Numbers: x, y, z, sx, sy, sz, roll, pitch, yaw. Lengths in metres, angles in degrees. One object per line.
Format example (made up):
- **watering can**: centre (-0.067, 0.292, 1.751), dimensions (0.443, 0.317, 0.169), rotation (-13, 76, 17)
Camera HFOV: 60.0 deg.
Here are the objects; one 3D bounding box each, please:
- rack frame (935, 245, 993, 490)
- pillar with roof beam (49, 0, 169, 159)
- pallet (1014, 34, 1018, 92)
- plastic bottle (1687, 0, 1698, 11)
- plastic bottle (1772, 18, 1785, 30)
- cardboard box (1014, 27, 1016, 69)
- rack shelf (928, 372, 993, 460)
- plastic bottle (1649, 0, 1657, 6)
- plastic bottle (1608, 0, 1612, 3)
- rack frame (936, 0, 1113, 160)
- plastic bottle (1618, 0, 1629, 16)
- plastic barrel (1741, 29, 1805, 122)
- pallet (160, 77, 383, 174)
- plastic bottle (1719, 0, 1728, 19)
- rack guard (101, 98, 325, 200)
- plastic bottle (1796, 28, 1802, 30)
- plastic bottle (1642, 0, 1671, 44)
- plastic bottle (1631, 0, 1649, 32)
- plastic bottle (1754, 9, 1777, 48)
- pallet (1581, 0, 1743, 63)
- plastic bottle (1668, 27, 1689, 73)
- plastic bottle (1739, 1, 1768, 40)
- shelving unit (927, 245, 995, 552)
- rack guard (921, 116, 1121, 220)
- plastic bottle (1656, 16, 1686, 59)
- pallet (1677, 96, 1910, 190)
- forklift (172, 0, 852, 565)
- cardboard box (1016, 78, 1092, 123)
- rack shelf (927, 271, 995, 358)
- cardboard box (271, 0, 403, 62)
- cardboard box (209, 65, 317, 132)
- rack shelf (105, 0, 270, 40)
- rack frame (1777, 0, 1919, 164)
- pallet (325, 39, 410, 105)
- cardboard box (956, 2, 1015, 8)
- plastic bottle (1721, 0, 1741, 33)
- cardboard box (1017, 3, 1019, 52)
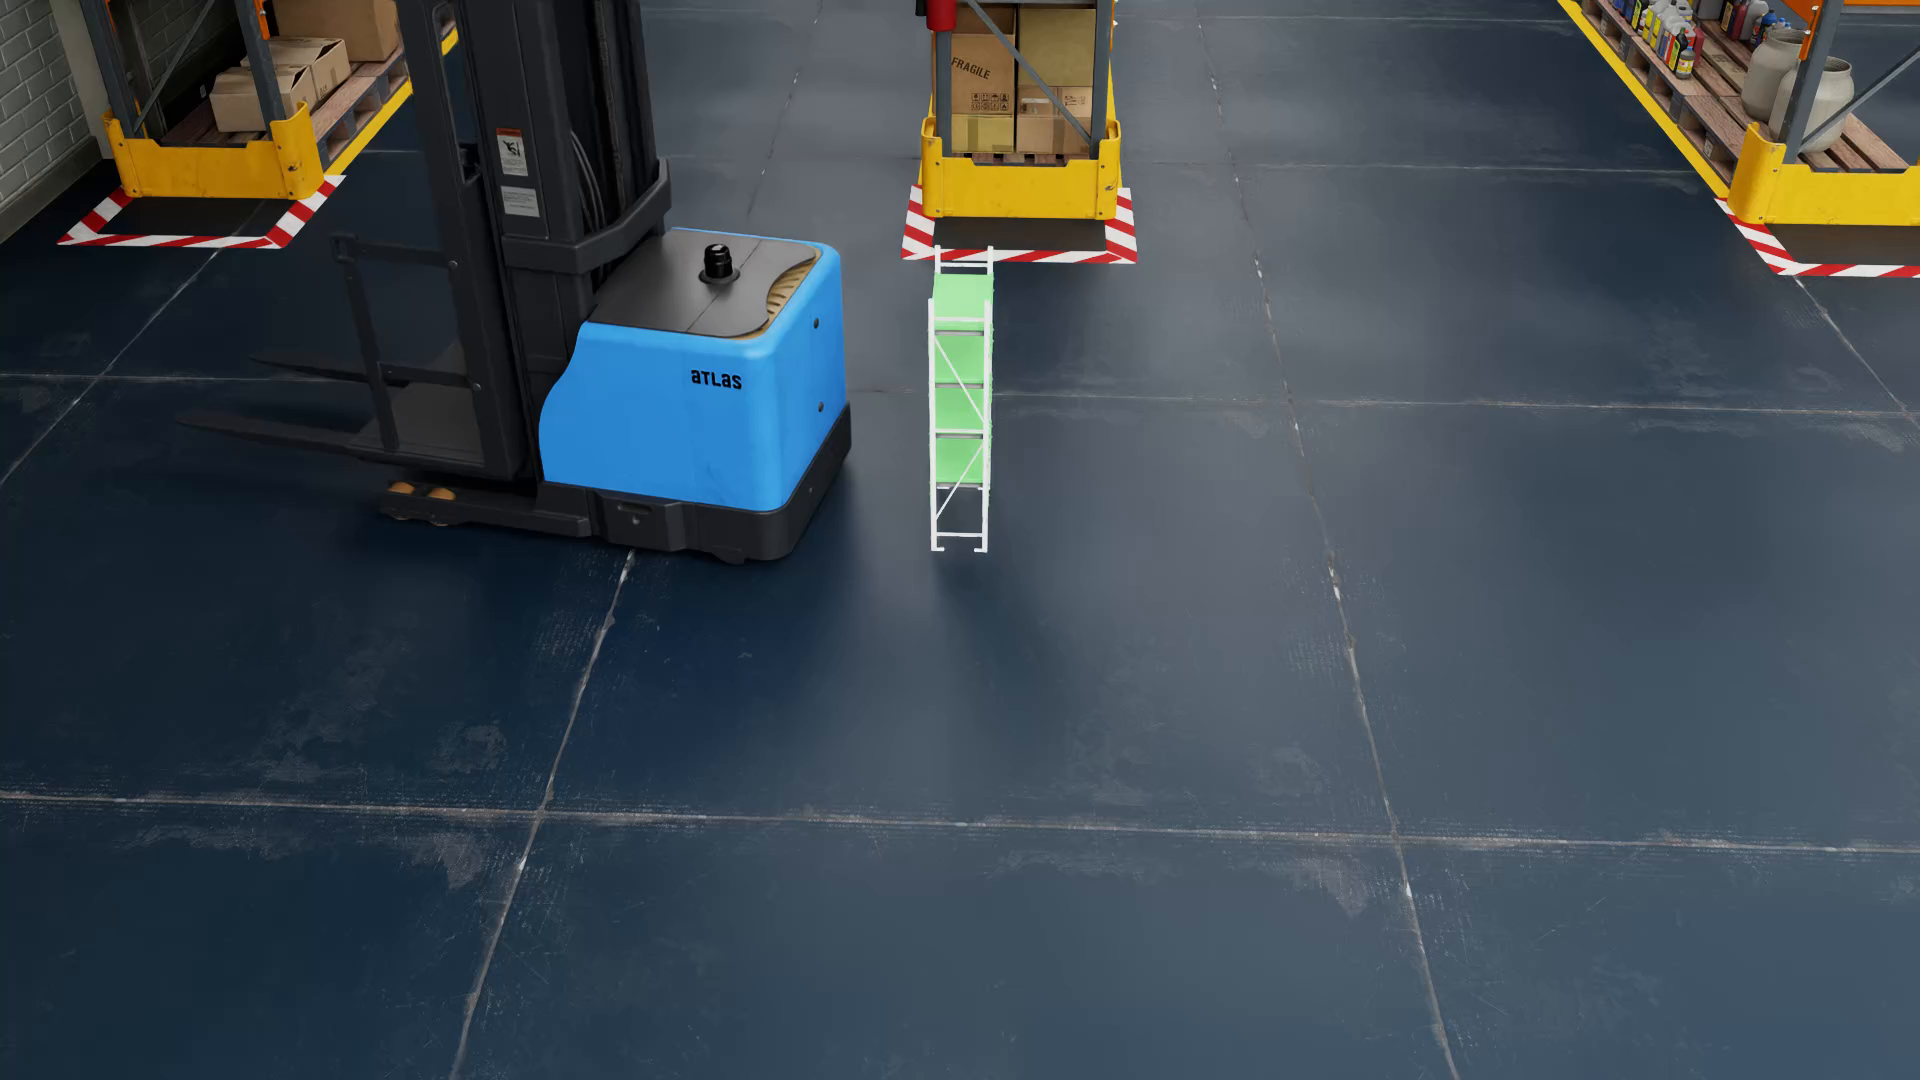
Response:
- **rack frame**: centre (0.016, -0.726, 7.240), dimensions (0.240, 1.200, 0.015), rotation (1, 35, 2)
- **pillar with roof beam**: centre (-1.122, -6.164, 8.194), dimensions (9.100, 9.000, 0.400), rotation (1, 35, 2)
- **pallet**: centre (0.403, -3.273, 11.723), dimensions (1.003, 0.211, 1.213), rotation (1, 35, 2)
- **plastic bottle**: centre (5.590, -4.179, 12.508), dimensions (0.144, 0.351, 0.185), rotation (1, 35, 2)
- **plastic bottle**: centre (5.714, -3.510, 11.626), dimensions (0.097, 0.271, 0.097), rotation (0, 35, 0)
- **cardboard box**: centre (0.137, -3.498, 11.645), dimensions (0.500, 0.250, 0.500), rotation (1, 35, 2)
- **rack shelf**: centre (0.007, -0.534, 7.077), dimensions (0.258, 0.148, 0.480), rotation (1, 35, 2)
- **plastic bottle**: centre (5.049, -3.871, 12.140), dimensions (0.097, 0.271, 0.097), rotation (0, 35, 0)
- **plastic bottle**: centre (5.013, -4.201, 12.670), dimensions (0.097, 0.201, 0.097), rotation (0, 35, 0)
- **rack frame**: centre (0.362, -3.274, 9.300), dimensions (1.000, 3.000, 0.127), rotation (1, 35, 2)
- **plastic bottle**: centre (5.025, -4.098, 12.393), dimensions (0.144, 0.351, 0.185), rotation (2, 35, 3)
- **plastic barrel**: centre (5.282, -2.979, 10.679), dimensions (0.421, 0.512, 0.421), rotation (0, 35, 0)
- **pallet**: centre (-4.517, -2.755, 10.987), dimensions (1.003, 0.211, 1.213), rotation (1, 35, 2)
- **plastic bottle**: centre (5.727, -4.065, 12.346), dimensions (0.144, 0.351, 0.185), rotation (0, 35, 0)
- **rack guard**: centre (-4.584, -2.407, 10.241), dimensions (1.175, 0.500, 0.348), rotation (1, 35, 2)
- **plastic bottle**: centre (5.723, -3.390, 11.445), dimensions (0.061, 0.283, 0.133), rotation (2, 35, 3)
- **plastic bottle**: centre (5.000, -3.745, 11.891), dimensions (0.144, 0.351, 0.185), rotation (1, 35, 2)
- **plastic bottle**: centre (4.969, -3.868, 12.124), dimensions (0.061, 0.283, 0.133), rotation (3, 35, 4)
- **plastic bottle**: centre (5.722, -3.627, 11.792), dimensions (0.097, 0.271, 0.097), rotation (0, 35, 0)
- **pallet**: centre (5.404, -3.930, 12.658), dimensions (1.003, 0.211, 1.213), rotation (1, 35, 2)
- **plastic bottle**: centre (4.934, -3.359, 11.401), dimensions (0.061, 0.283, 0.133), rotation (2, 35, 3)
- **plastic bottle**: centre (5.703, -3.756, 11.971), dimensions (0.152, 0.276, 0.135), rotation (2, 35, 3)
- **shelving unit**: centre (0.007, -0.586, 7.040), dimensions (0.258, 1.200, 0.503), rotation (1, 35, 2)
- **rack guard**: centre (0.361, -2.238, 9.999), dimensions (1.175, 0.500, 0.348), rotation (1, 35, 2)
- **plastic bottle**: centre (4.990, -3.512, 11.625), dimensions (0.152, 0.276, 0.135), rotation (0, 35, 1)
- **pallet**: centre (5.306, -2.528, 10.664), dimensions (1.003, 0.211, 1.213), rotation (1, 35, 2)
- **forklift**: centre (-2.079, -1.545, 6.899), dimensions (3.031, 2.935, 1.130), rotation (8, 36, 12)
- **cardboard box**: centre (0.623, -2.911, 10.810), dimensions (0.500, 0.250, 0.500), rotation (1, 35, 2)
- **rack shelf**: centre (0.007, -0.926, 6.801), dimensions (0.258, 0.148, 0.480), rotation (1, 35, 2)
- **cardboard box**: centre (-4.367, -3.687, 11.679), dimensions (0.700, 0.500, 0.500), rotation (-1, 35, -1)
- **cardboard box**: centre (-4.470, -2.862, 10.669), dimensions (0.500, 0.311, 0.500), rotation (-2, 35, -3)
- **rack shelf**: centre (-4.507, -4.241, 11.301), dimensions (1.077, 0.370, 4.000), rotation (1, 35, 2)
- **rack frame**: centre (5.312, -3.158, 9.134), dimensions (1.000, 3.000, 0.127), rotation (1, 35, 2)
- **pallet**: centre (-4.465, -3.454, 11.981), dimensions (1.003, 0.211, 1.213), rotation (1, 35, 2)
- **cardboard box**: centre (0.112, -3.518, 11.020), dimensions (0.500, 0.500, 0.500), rotation (1, 35, 2)
- **plastic bottle**: centre (5.610, -3.839, 12.084), dimensions (0.061, 0.283, 0.133), rotation (1, 35, 2)
- **cardboard box**: centre (0.632, -3.506, 11.003), dimensions (0.500, 0.500, 0.500), rotation (1, 35, 2)
